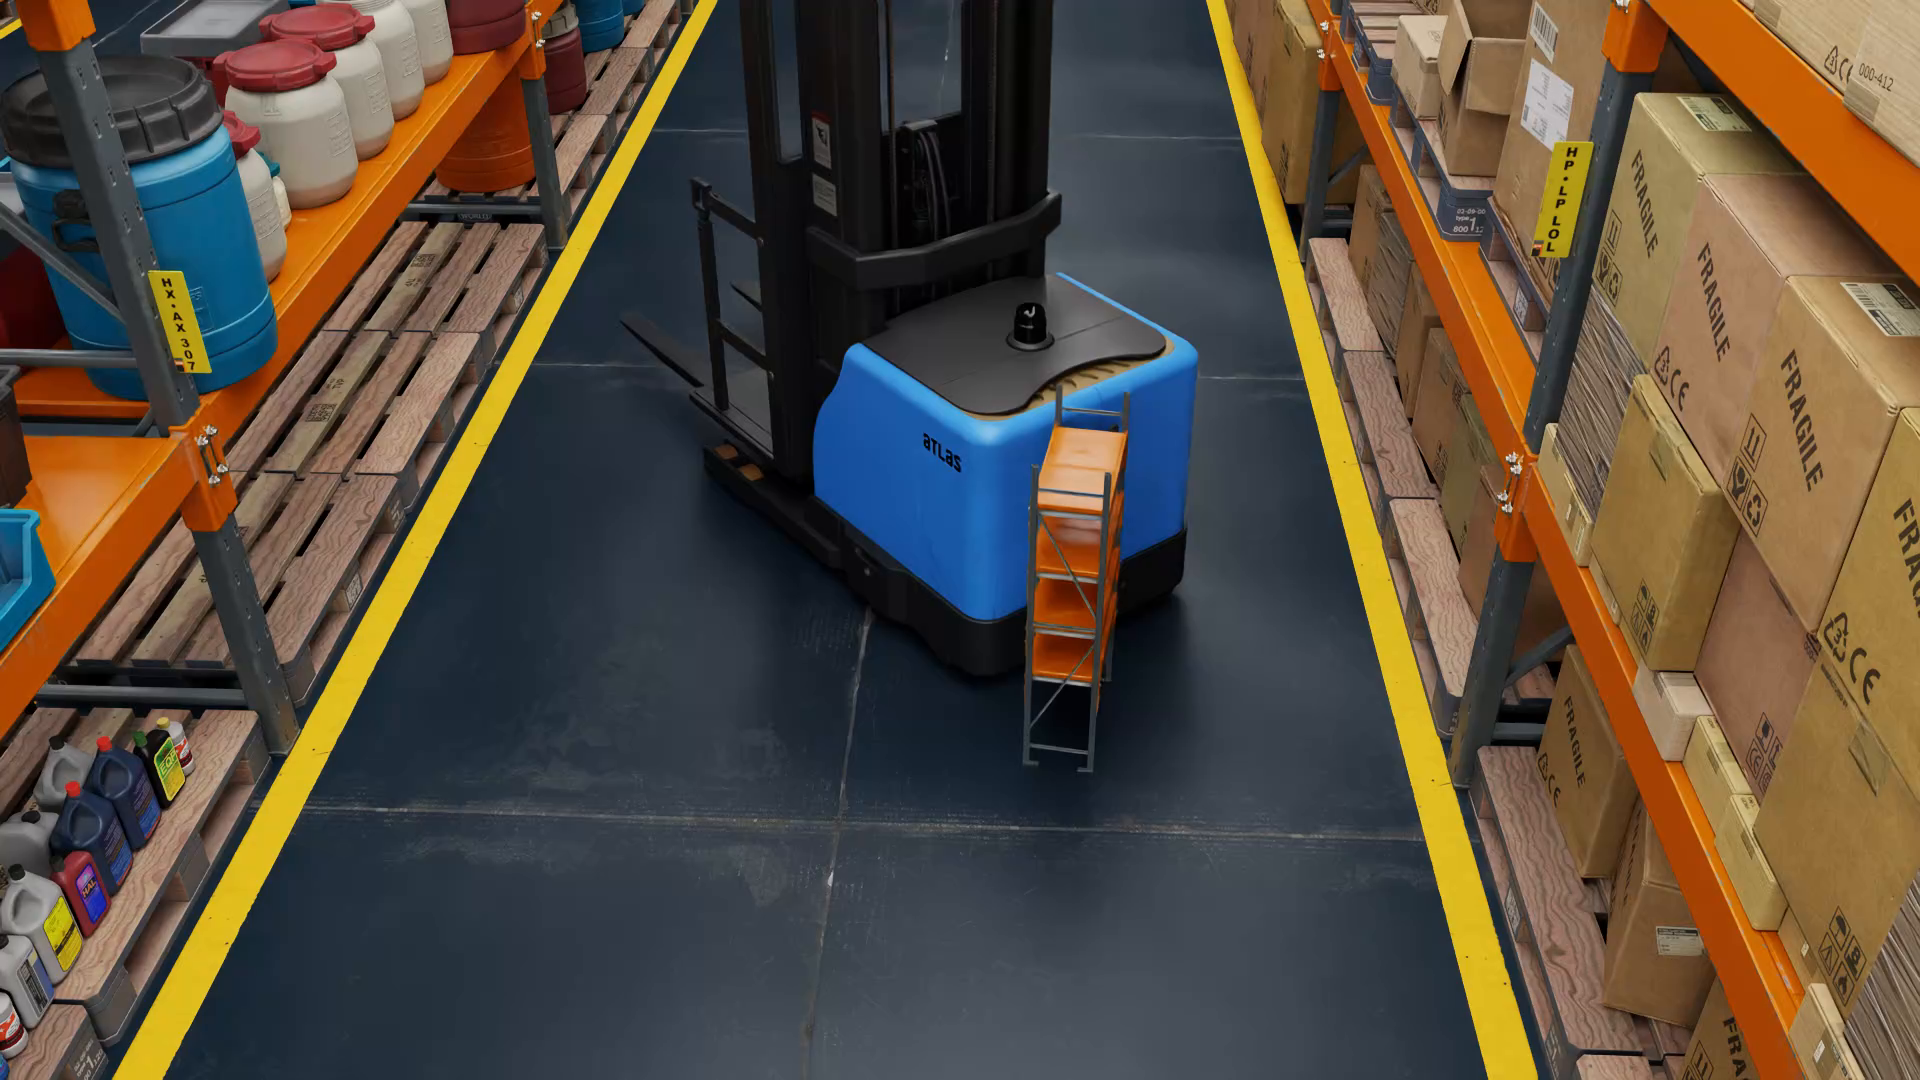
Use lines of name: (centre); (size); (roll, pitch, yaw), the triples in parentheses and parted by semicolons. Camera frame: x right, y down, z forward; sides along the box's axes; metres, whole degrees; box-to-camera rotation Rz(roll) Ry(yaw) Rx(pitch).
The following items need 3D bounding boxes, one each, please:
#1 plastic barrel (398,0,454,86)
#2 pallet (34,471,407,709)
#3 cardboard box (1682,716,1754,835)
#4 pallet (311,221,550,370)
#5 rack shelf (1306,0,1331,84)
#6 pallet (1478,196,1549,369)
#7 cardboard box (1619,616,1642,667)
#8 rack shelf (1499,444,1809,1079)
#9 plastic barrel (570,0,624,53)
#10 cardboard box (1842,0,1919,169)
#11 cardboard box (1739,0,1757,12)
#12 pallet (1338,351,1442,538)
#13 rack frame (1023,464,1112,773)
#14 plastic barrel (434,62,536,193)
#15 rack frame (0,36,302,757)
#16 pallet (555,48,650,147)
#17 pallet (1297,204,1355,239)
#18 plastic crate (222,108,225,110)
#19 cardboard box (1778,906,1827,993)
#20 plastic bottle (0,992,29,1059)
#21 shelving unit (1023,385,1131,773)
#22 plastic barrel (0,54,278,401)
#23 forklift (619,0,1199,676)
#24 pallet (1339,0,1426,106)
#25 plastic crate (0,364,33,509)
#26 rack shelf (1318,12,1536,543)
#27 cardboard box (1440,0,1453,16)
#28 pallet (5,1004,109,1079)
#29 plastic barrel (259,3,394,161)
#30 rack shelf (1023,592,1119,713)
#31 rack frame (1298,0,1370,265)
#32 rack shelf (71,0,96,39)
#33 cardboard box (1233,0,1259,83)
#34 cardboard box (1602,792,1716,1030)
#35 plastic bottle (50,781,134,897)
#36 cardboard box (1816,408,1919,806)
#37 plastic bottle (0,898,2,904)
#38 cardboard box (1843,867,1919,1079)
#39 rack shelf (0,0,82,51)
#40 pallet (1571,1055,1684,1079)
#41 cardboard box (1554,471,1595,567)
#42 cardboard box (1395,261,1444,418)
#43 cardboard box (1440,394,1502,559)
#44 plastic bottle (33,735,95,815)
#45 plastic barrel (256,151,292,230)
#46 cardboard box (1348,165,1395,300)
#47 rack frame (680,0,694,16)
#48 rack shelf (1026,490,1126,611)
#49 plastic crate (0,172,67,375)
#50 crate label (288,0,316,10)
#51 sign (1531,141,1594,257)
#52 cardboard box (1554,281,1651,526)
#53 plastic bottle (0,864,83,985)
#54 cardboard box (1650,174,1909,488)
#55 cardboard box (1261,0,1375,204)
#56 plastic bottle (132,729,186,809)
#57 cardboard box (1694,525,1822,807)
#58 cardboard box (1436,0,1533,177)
plastic barrel: (-2.463, -2.279, 7.287); (0.421, 0.512, 0.421); (0, 35, 0)
pallet: (-2.803, 0.157, 6.342); (1.003, 0.211, 1.213); (1, 35, 2)
cardboard box: (1.818, 0.521, 3.618); (0.380, 0.149, 0.250); (1, 35, 2)
pallet: (-2.705, -1.244, 8.337); (1.003, 0.211, 1.213); (1, 35, 2)
rack shelf: (2.394, -3.570, 9.846); (1.077, 0.370, 4.000); (1, 35, 2)
pallet: (2.329, -0.774, 5.410); (1.003, 0.211, 1.213); (1, 35, 2)
cardboard box: (1.838, 0.234, 4.027); (0.380, 0.149, 0.250); (1, 35, 2)
rack shelf: (2.072, 1.026, 3.307); (1.077, 0.370, 4.000); (1, 35, 2)
plastic barrel: (-2.542, -3.722, 10.897); (0.600, 0.901, 0.708); (1, 35, 2)
cardboard box: (1.832, -0.741, 2.717); (0.500, 0.250, 0.500); (0, 35, 0)
cardboard box: (1.879, -1.330, 3.556); (0.500, 0.250, 0.500); (0, 35, 0)
pallet: (2.229, -0.426, 7.173); (1.003, 0.211, 1.213); (1, 35, 2)
rack frame: (0.333, 0.281, 5.307); (0.240, 1.200, 0.015); (7, 36, 9)
plastic barrel: (-2.633, -2.395, 9.071); (0.600, 0.830, 0.708); (1, 35, 2)
rack frame: (-2.796, -0.531, 4.897); (1.000, 3.000, 0.127); (1, 35, 2)
pallet: (-2.594, -2.842, 10.610); (1.003, 0.211, 1.213); (1, 35, 2)
pallet: (2.420, -2.025, 9.448); (1.003, 0.211, 1.213); (1, 35, 2)
plastic crate: (-3.008, -1.452, 6.391); (0.450, 0.188, 0.662); (1, 35, 2)
cardboard box: (1.832, 0.809, 3.208); (0.380, 0.149, 0.250); (1, 35, 2)
plastic bottle: (-2.543, 1.268, 4.388); (0.097, 0.201, 0.097); (0, 35, 0)
shelving unit: (0.381, 0.143, 5.503); (0.258, 1.200, 0.503); (7, 36, 9)
plastic barrel: (-2.478, -0.951, 5.059); (0.600, 0.901, 0.708); (1, 35, 2)
forklift: (-0.433, -1.505, 6.342); (1.130, 2.935, 3.031); (-24, 42, -30)
pallet: (2.391, -2.225, 7.474); (1.213, 0.211, 1.003); (1, 35, 2)
plastic crate: (-2.944, -0.208, 4.491); (0.767, 0.338, 0.504); (1, 35, 2)
rack shelf: (2.233, -1.272, 6.576); (1.077, 0.370, 4.000); (1, 35, 2)
cardboard box: (2.409, -2.294, 6.953); (0.700, 0.500, 0.500); (6, 36, 9)
pallet: (-2.911, 1.697, 4.152); (1.003, 0.211, 1.213); (1, 35, 2)
plastic barrel: (-2.492, -1.802, 6.587); (0.433, 0.535, 0.433); (0, 35, 0)
rack shelf: (0.381, 0.361, 5.656); (0.258, 0.148, 0.480); (7, 36, 9)
rack frame: (2.313, -2.715, 8.005); (1.000, 3.000, 0.127); (1, 35, 2)
rack shelf: (-2.716, -2.613, 5.877); (1.077, 0.370, 4.000); (1, 35, 2)
cardboard box: (2.433, -3.434, 10.510); (1.225, 0.875, 0.875); (0, 35, 0)
cardboard box: (2.081, 0.992, 4.538); (0.500, 0.500, 0.500); (12, 37, 17)
plastic bottle: (-2.542, 0.859, 4.840); (0.144, 0.351, 0.185); (0, 35, 0)
cardboard box: (1.832, 0.126, 2.747); (0.500, 0.500, 0.500); (1, 35, 2)
plastic bottle: (-2.658, 1.085, 4.577); (0.061, 0.283, 0.133); (1, 35, 2)
cardboard box: (2.005, 0.827, 2.619); (0.875, 0.500, 0.500); (1, 35, 2)
rack shelf: (-2.877, -0.315, 2.607); (1.077, 0.370, 4.000); (1, 35, 2)
pallet: (2.115, 1.813, 3.986); (1.003, 0.211, 1.213); (1, 35, 2)
cardboard box: (1.821, -0.054, 4.437); (0.380, 0.149, 0.250); (1, 35, 2)
cardboard box: (2.281, -0.842, 7.131); (0.700, 0.500, 0.500); (4, 35, 6)
cardboard box: (2.237, -0.200, 6.217); (0.700, 0.500, 0.500); (1, 35, 2)
plastic bottle: (-2.678, 0.746, 5.001); (0.144, 0.351, 0.185); (1, 35, 2)
plastic barrel: (-2.590, -1.232, 6.014); (0.301, 0.262, 0.301); (0, 35, 0)
cardboard box: (2.306, -1.487, 8.049); (0.700, 0.500, 0.500); (0, 35, -1)
rack frame: (-2.475, -5.128, 11.437); (1.000, 3.000, 0.127); (1, 35, 2)
rack shelf: (0.381, 0.015, 5.413); (0.258, 0.148, 0.480); (7, 36, 9)
plastic crate: (-3.083, -0.843, 5.285); (0.402, 0.464, 0.583); (1, 35, 2)
crate label: (-2.946, -2.279, 7.354); (0.502, 0.435, 0.616); (1, 35, 2)
sign: (1.598, -0.901, 4.417); (0.100, 0.325, 0.005); (1, 35, 2)
cardboard box: (2.073, -0.323, 4.255); (0.875, 0.500, 0.500); (1, 35, 2)
plastic bottle: (-2.555, 1.045, 4.576); (0.144, 0.351, 0.185); (1, 35, 2)
cardboard box: (1.862, -0.449, 3.565); (0.500, 0.500, 0.500); (1, 35, 2)
cardboard box: (2.362, -2.414, 9.058); (1.225, 0.875, 0.875); (0, 35, 0)
plastic bottle: (-2.486, 0.684, 5.148); (0.061, 0.283, 0.133); (3, 35, 4)
cardboard box: (2.098, 0.254, 3.435); (0.875, 0.500, 0.500); (1, 35, 2)
cardboard box: (2.130, -1.629, 6.004); (0.797, 0.503, 0.637); (5, 35, 7)
